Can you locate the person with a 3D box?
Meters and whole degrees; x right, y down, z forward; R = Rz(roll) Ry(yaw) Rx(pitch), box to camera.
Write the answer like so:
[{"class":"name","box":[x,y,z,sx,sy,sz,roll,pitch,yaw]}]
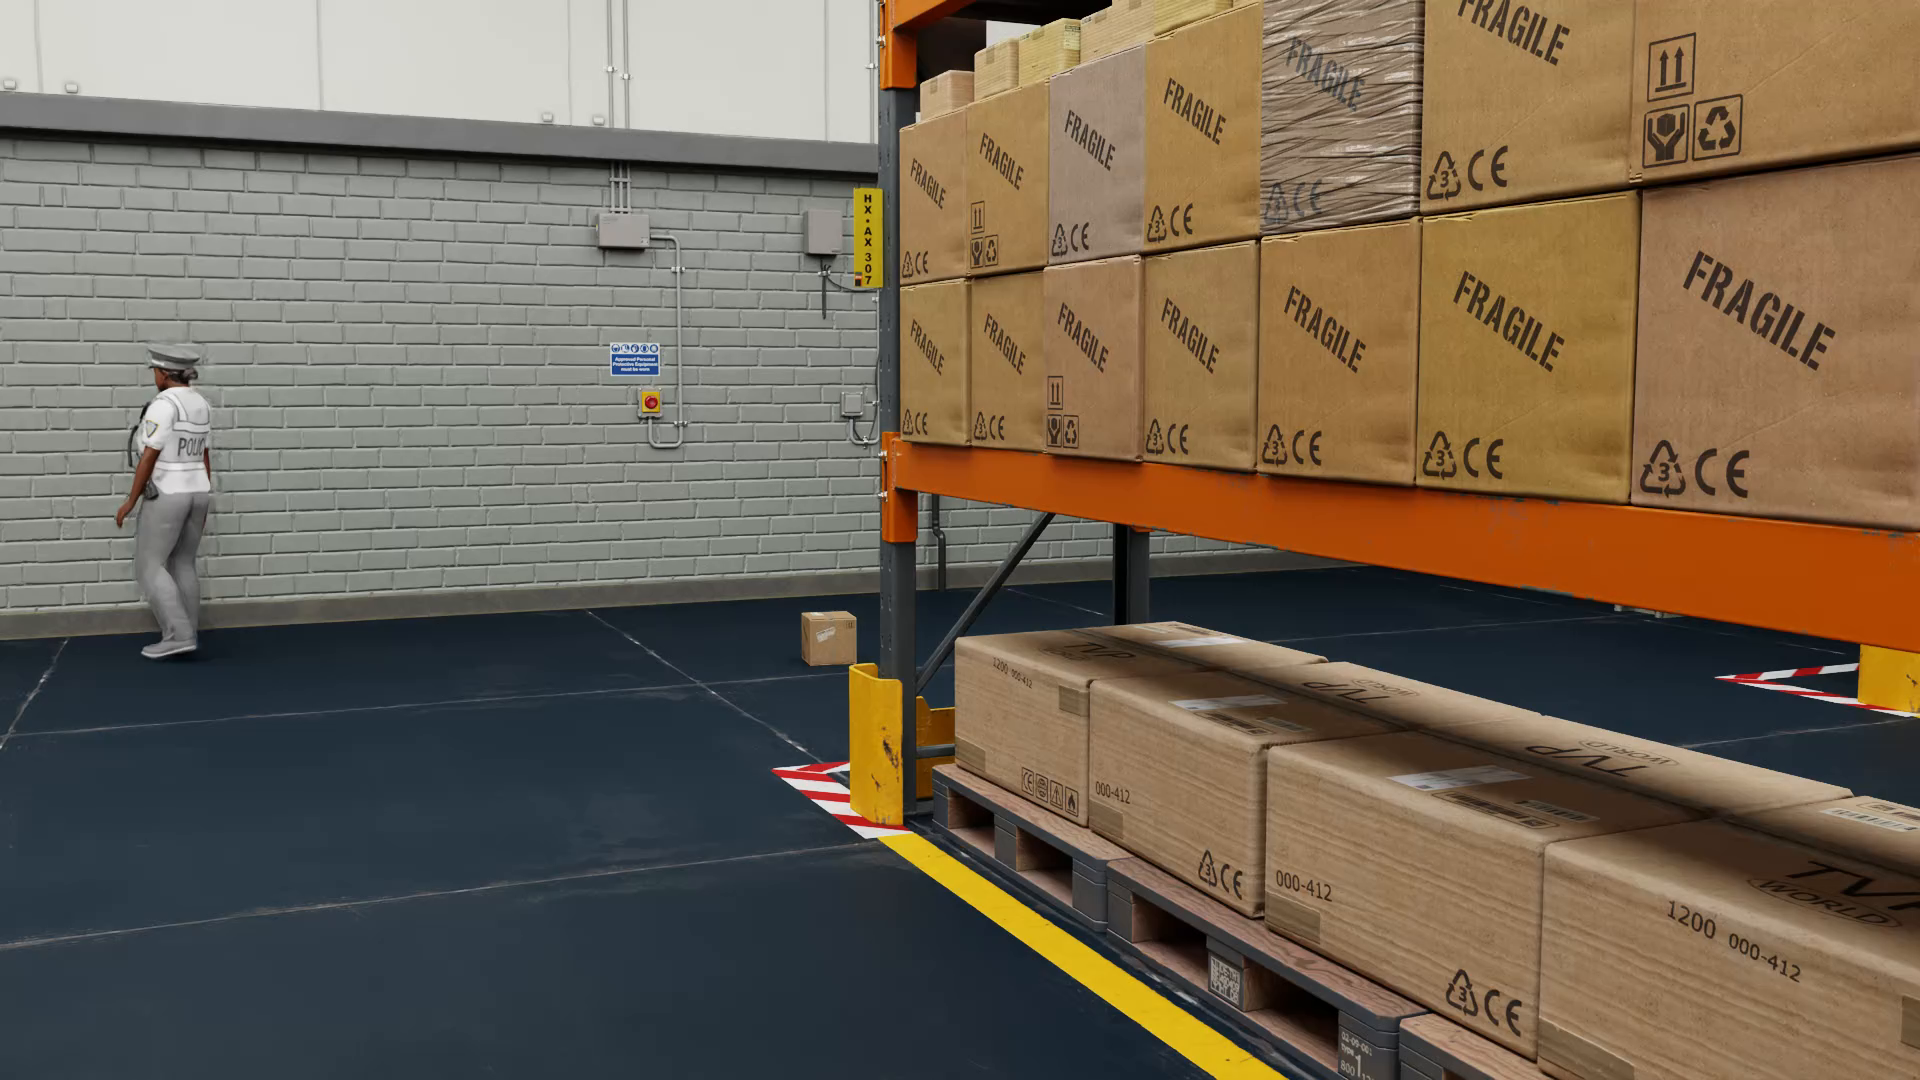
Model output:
[{"class":"person","box":[-4.261,-0.201,8.914,0.451,1.695,0.489,1,6,6]}]
